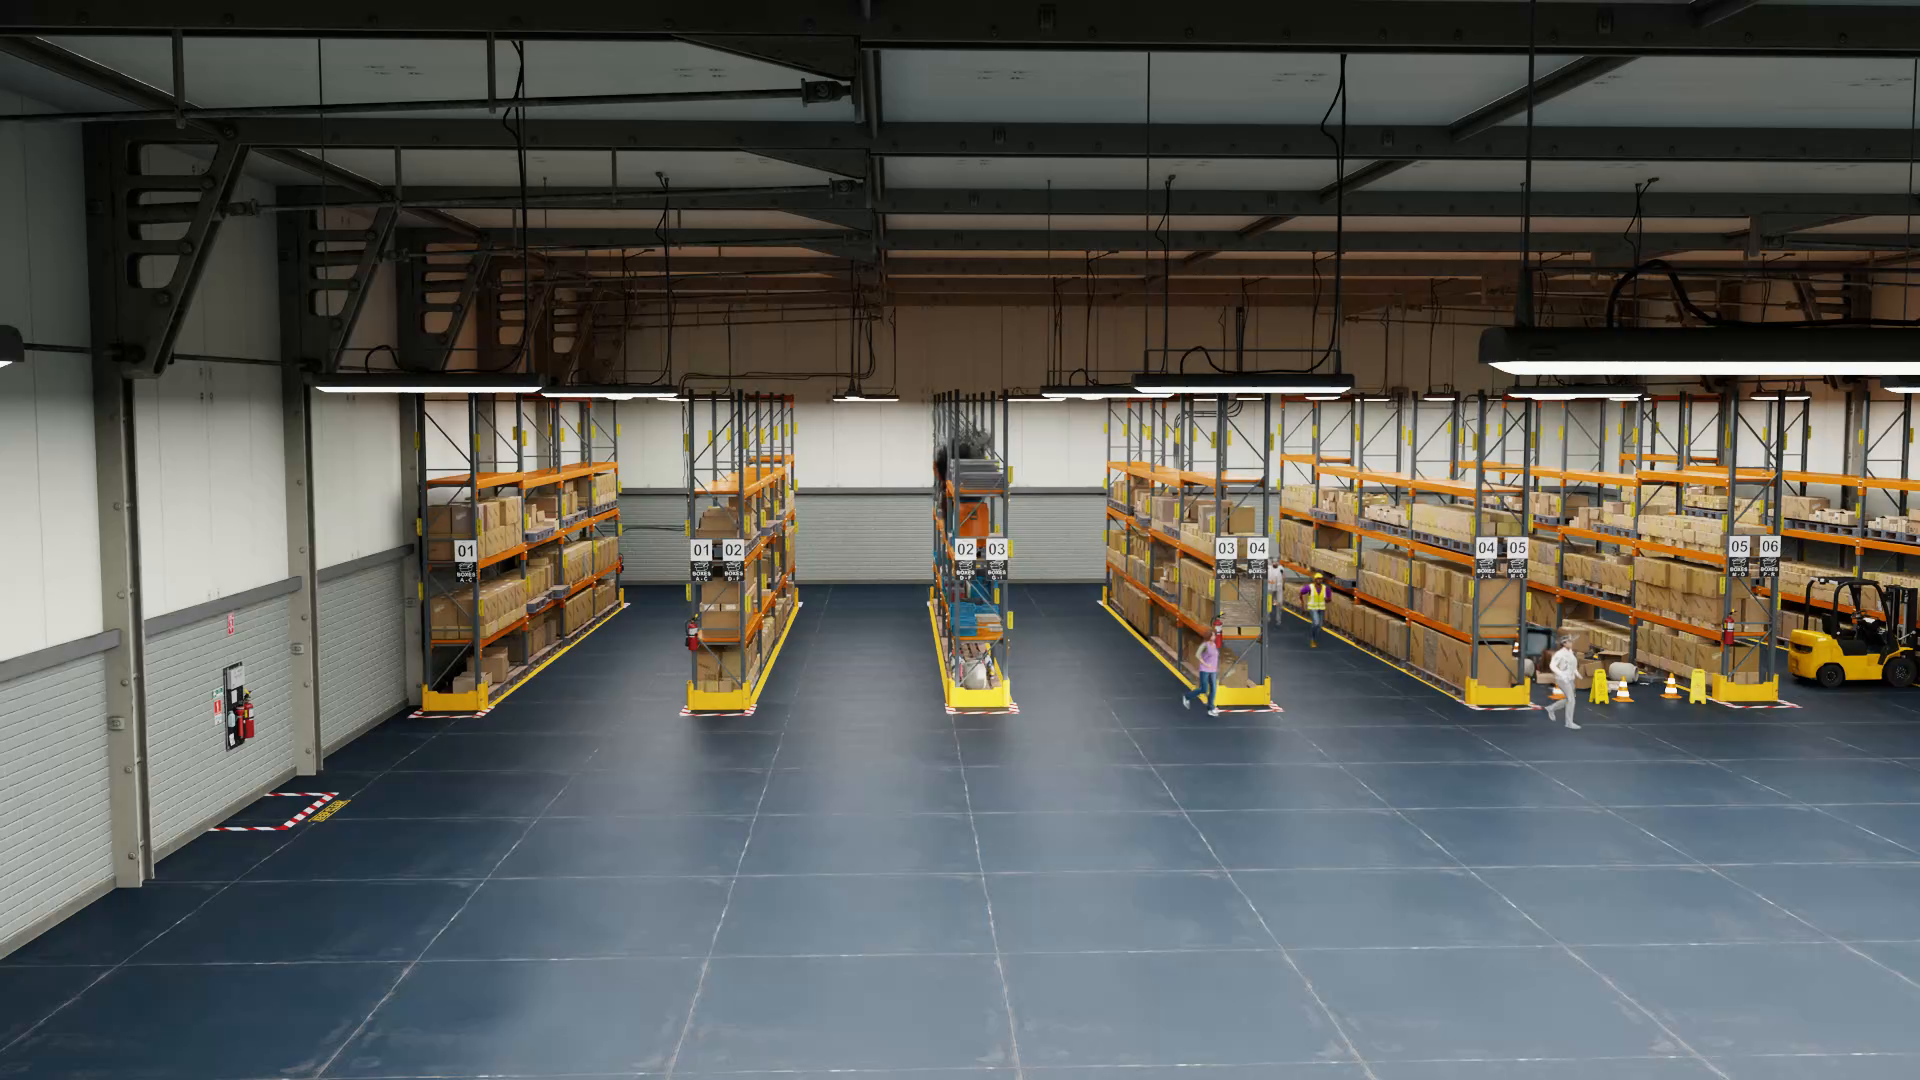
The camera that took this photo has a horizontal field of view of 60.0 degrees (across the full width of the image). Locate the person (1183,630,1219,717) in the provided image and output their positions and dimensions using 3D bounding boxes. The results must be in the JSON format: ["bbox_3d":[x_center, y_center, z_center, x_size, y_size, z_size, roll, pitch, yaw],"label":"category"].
[{"bbox_3d":[4.599,2.436,30.749,0.598,1.551,0.777,-4,6,-43],"label":"person"}]

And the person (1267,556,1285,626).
[{"bbox_3d":[8.204,1.305,43.429,0.625,1.813,0.870,0,5,0],"label":"person"}]

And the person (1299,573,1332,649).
[{"bbox_3d":[8.383,1.662,39.022,0.685,1.785,0.692,-1,5,-10],"label":"person"}]

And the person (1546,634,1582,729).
[{"bbox_3d":[10.694,2.484,29.471,0.640,1.675,0.675,-4,6,-42],"label":"person"}]
